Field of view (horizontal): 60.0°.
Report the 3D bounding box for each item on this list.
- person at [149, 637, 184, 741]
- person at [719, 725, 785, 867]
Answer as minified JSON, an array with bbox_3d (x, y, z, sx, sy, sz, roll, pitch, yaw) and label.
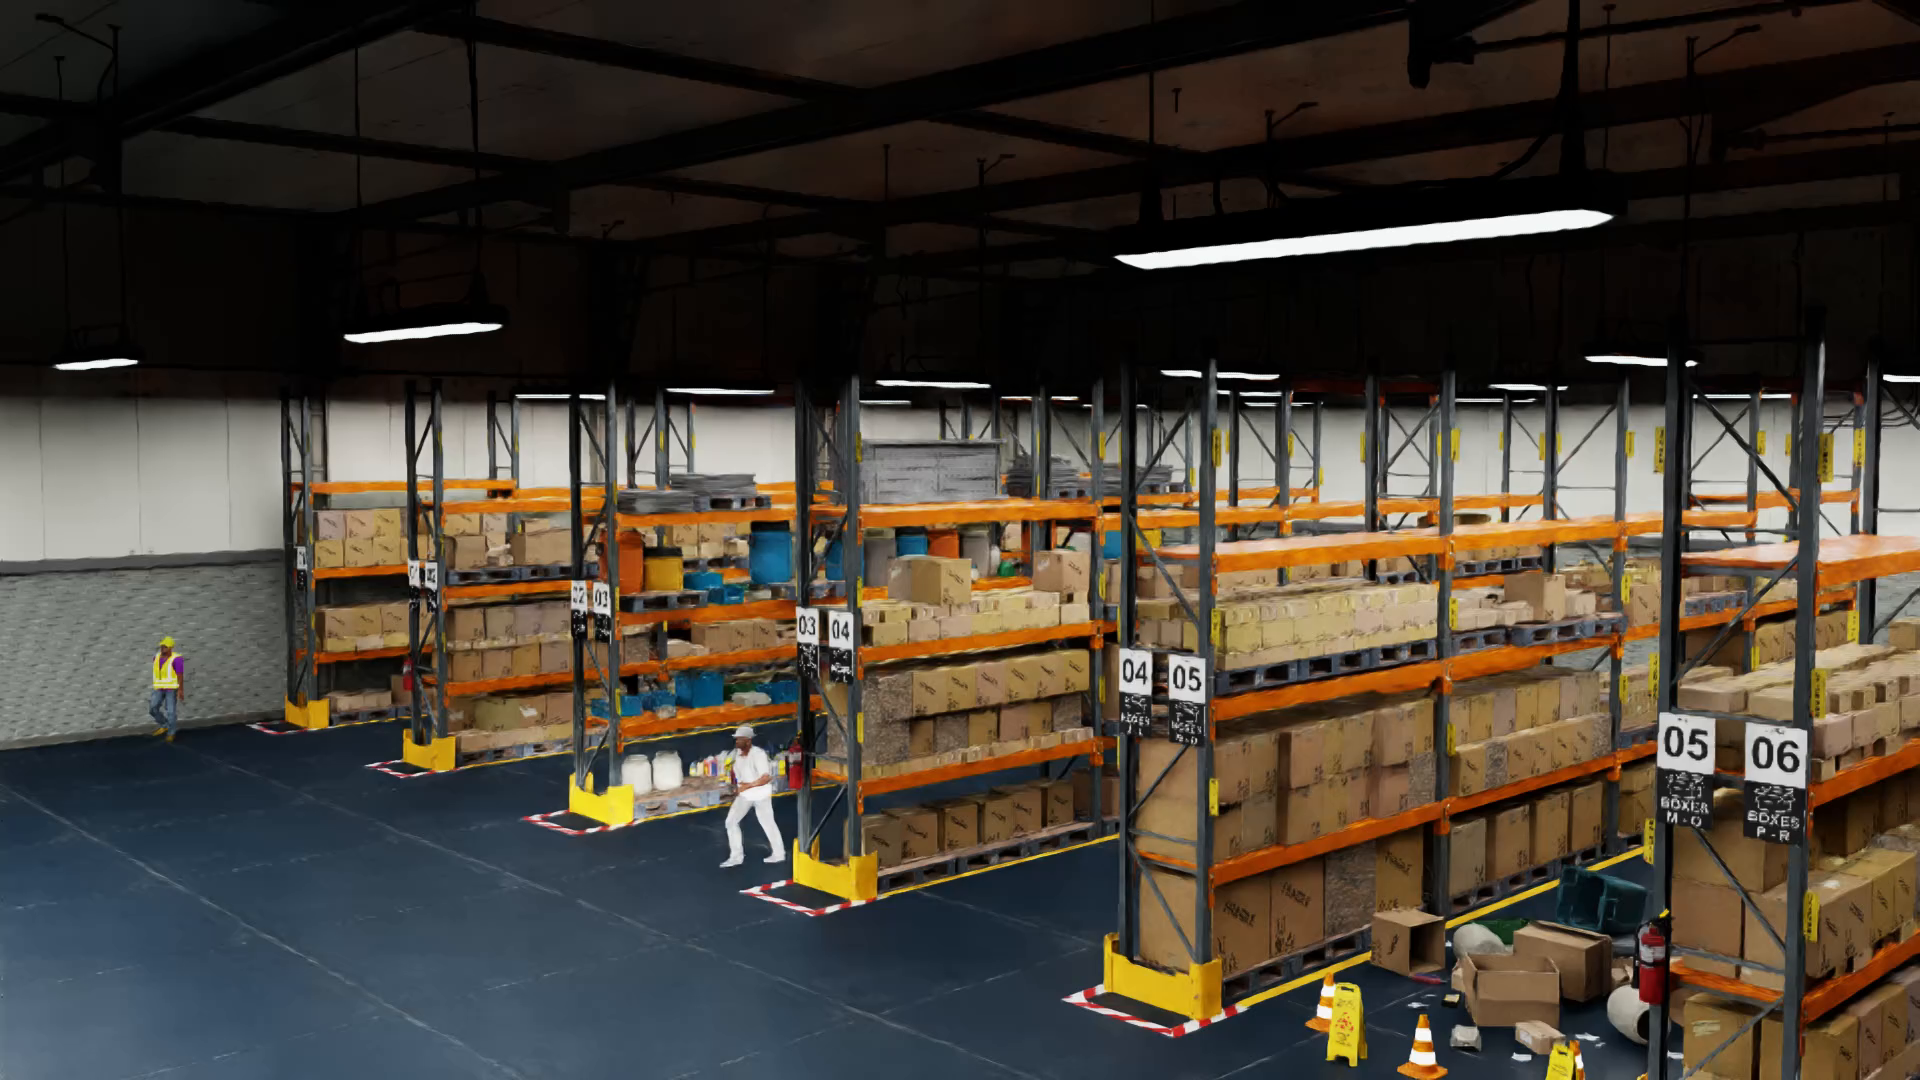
[{"bbox_3d":[-13.374,2.495,28.033,0.669,1.754,0.492,0,4,5],"label":"person"},{"bbox_3d":[-2.487,3.010,19.886,0.739,1.632,0.859,4,5,44],"label":"person"}]
